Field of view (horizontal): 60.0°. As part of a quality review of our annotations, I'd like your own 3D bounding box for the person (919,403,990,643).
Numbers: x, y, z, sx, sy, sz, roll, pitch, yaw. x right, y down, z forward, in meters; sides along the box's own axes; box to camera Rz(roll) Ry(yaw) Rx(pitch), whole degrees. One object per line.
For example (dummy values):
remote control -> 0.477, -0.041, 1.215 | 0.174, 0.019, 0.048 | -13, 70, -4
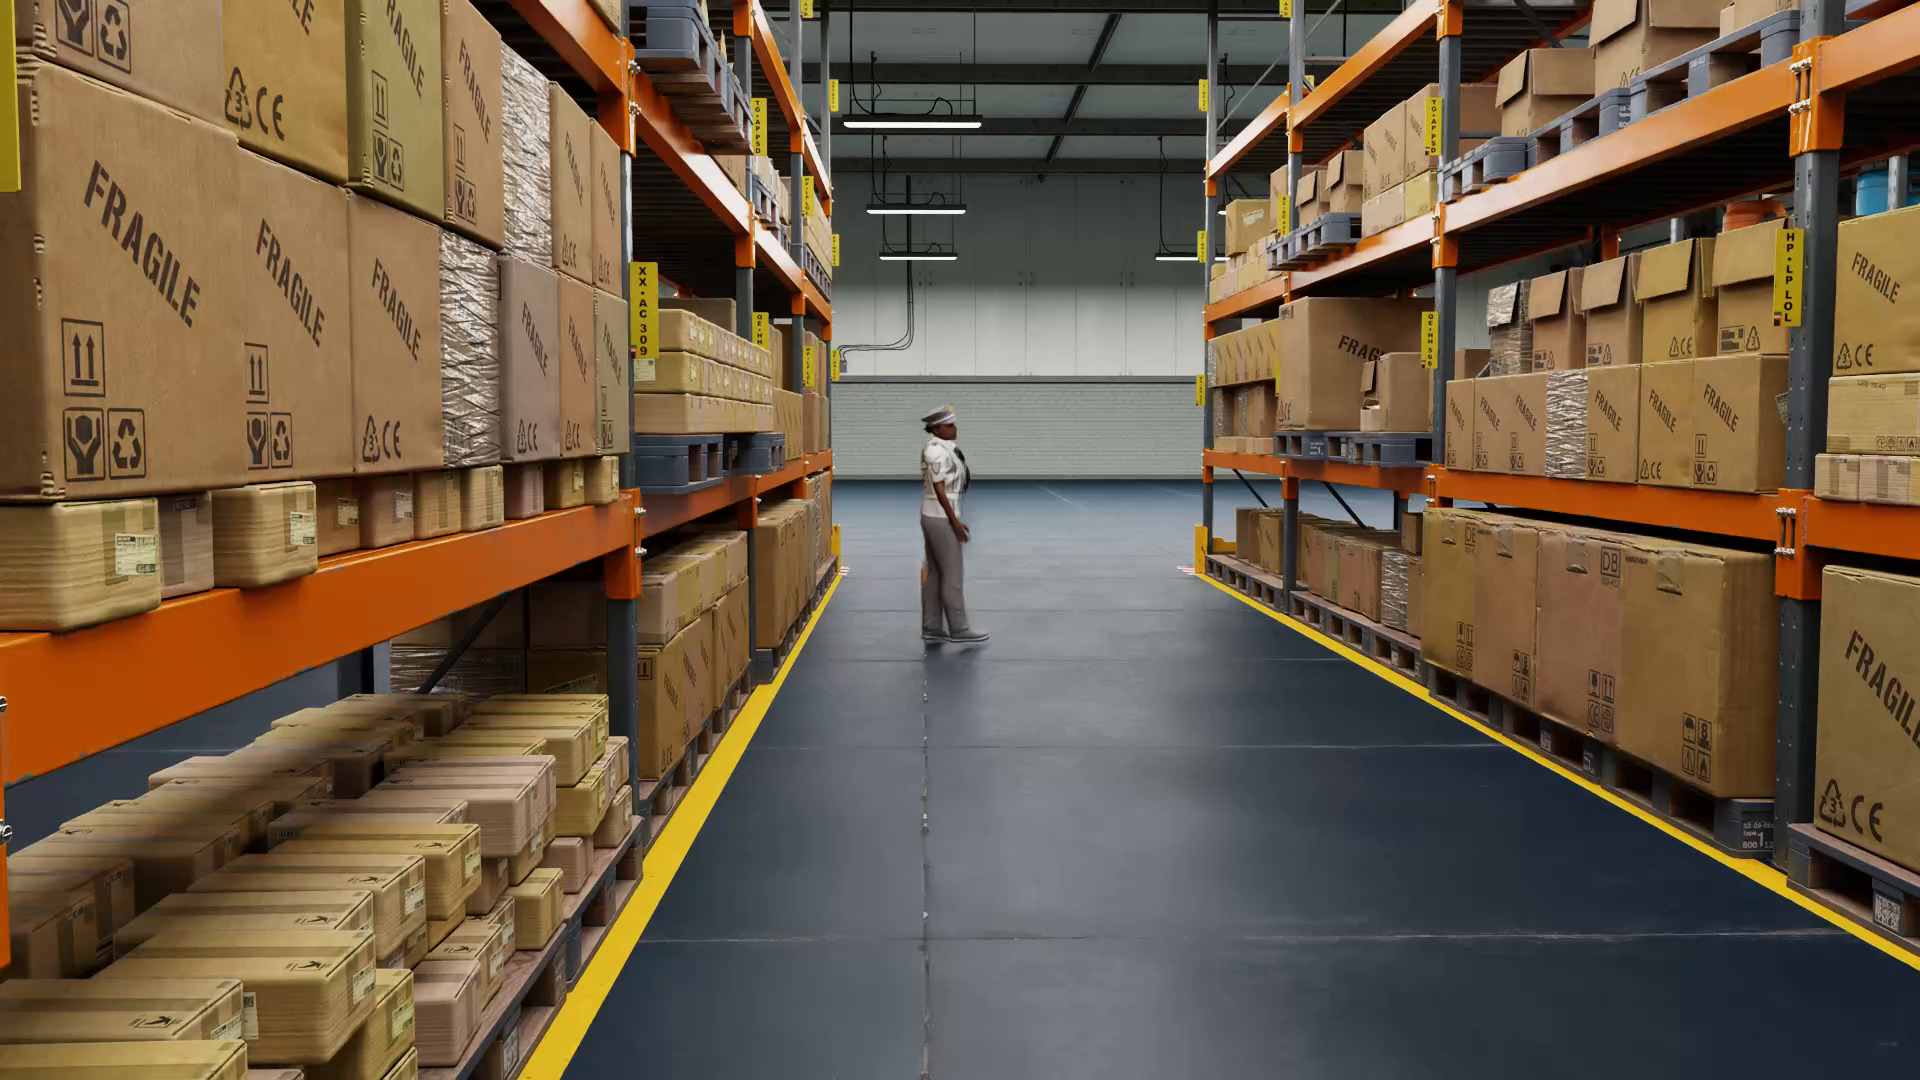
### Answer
person -> -0.034, -0.115, 11.736 | 0.499, 1.690, 0.487 | 0, 4, 3
